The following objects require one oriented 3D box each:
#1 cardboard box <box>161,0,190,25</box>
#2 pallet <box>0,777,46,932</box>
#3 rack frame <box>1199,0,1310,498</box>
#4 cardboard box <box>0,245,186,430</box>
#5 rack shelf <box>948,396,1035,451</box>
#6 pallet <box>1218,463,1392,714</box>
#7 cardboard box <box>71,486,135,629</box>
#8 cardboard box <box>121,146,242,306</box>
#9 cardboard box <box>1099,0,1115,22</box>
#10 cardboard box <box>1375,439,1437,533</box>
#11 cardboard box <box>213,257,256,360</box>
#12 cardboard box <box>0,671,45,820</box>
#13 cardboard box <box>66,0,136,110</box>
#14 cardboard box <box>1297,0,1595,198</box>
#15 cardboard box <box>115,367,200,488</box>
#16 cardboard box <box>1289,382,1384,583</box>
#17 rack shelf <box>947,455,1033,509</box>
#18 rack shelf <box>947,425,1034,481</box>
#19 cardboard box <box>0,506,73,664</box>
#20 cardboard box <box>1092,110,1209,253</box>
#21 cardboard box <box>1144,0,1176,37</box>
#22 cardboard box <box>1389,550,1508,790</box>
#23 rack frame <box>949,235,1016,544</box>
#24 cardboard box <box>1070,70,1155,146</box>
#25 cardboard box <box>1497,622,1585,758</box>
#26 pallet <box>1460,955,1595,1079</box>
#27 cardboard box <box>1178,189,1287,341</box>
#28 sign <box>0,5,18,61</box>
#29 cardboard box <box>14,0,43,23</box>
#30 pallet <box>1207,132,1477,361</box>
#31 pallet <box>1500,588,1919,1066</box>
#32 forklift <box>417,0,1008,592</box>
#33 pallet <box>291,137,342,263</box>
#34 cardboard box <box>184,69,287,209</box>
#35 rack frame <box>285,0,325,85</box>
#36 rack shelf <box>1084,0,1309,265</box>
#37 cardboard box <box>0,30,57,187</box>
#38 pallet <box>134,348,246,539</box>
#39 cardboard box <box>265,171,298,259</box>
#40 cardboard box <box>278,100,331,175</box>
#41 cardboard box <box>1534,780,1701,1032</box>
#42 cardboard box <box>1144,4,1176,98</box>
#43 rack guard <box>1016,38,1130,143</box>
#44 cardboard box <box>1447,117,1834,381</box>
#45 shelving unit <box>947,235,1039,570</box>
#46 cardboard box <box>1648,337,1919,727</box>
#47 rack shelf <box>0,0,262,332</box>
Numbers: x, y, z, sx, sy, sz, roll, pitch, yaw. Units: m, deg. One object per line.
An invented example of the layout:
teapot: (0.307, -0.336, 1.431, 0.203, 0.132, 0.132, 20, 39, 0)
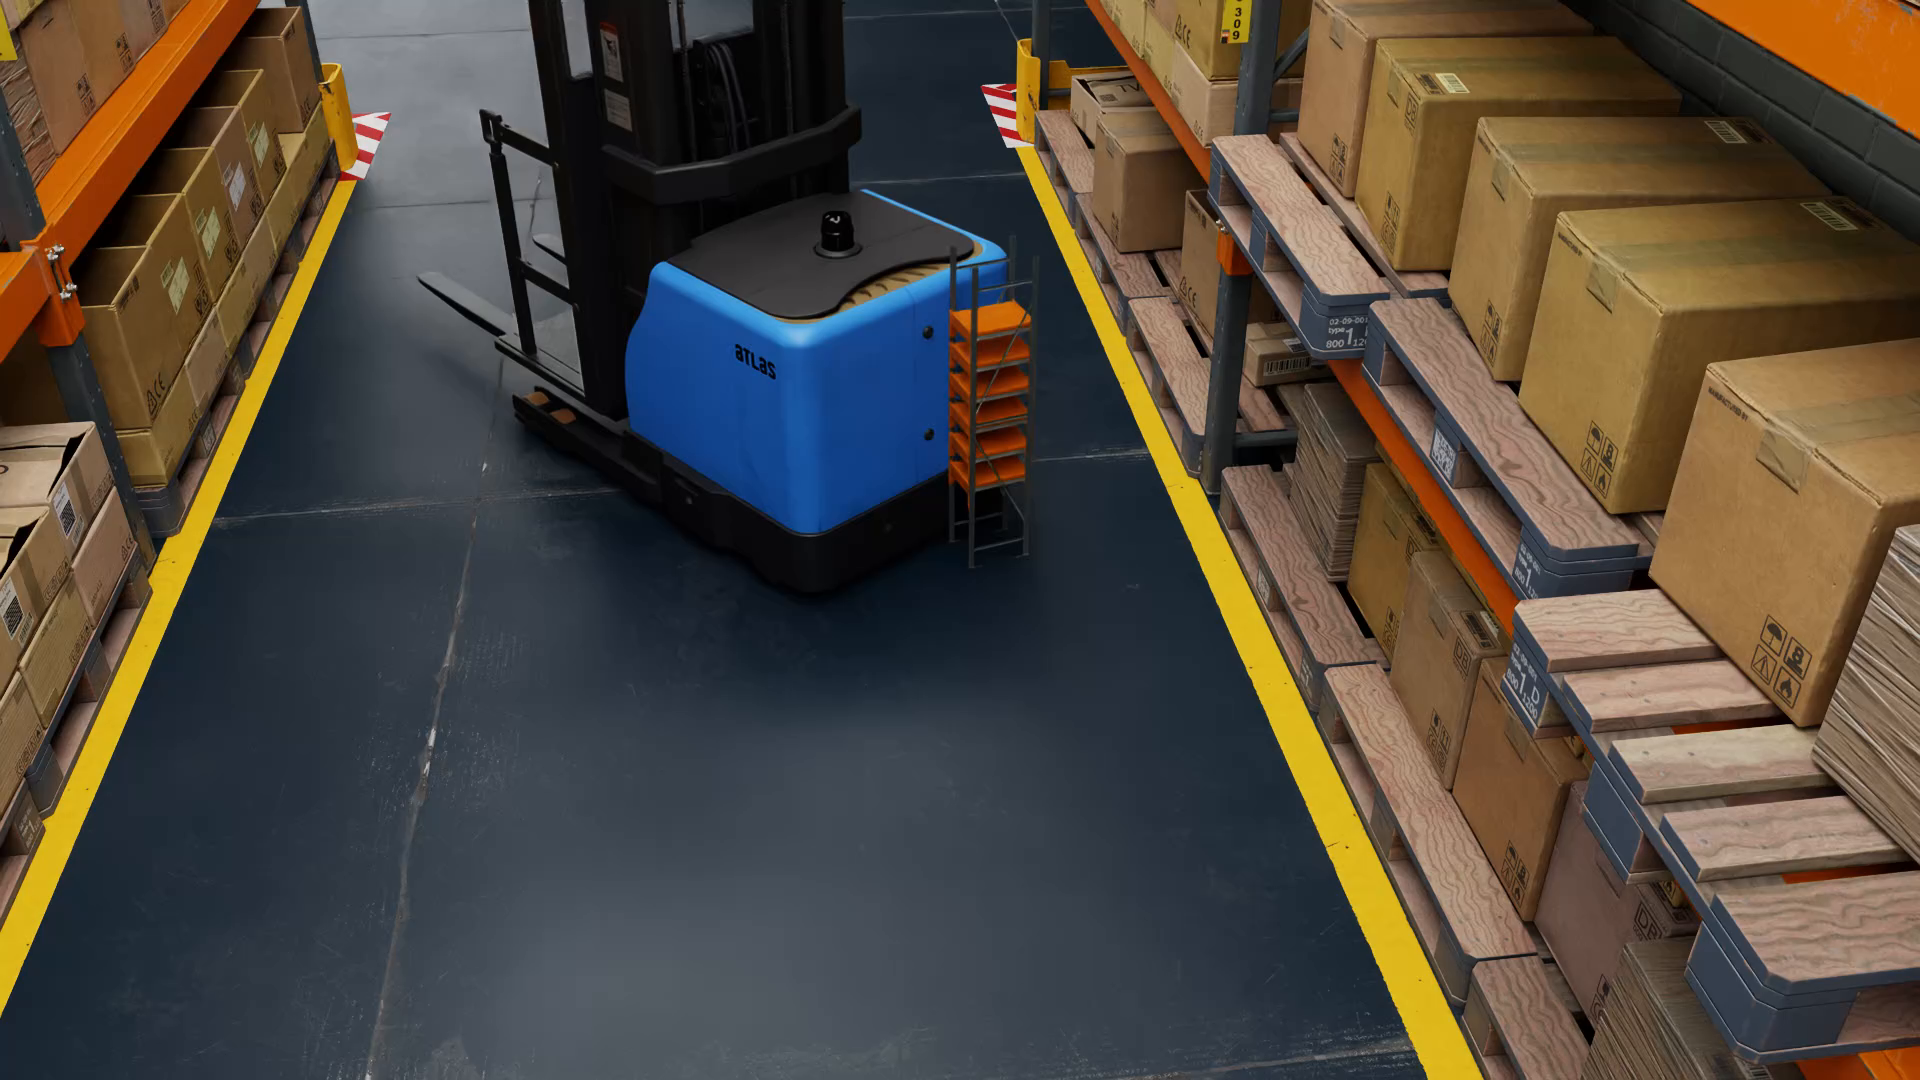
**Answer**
cardboard box: (-3.806, -2.543, 7.229, 0.700, 0.500, 0.500, -4, 34, -6)
pallet: (-3.150, 1.142, 4.387, 1.003, 0.211, 1.213, -4, 35, -6)
rack frame: (1.453, -1.478, 5.755, 1.000, 3.000, 0.127, -4, 35, -6)
cardboard box: (-3.207, -0.731, 6.061, 0.500, 0.500, 0.500, -4, 35, -6)
rack shelf: (0.109, -0.425, 5.885, 0.258, 0.103, 0.180, -13, 36, -19)
pallet: (1.559, 0.108, 5.903, 1.003, 0.211, 1.213, -4, 35, -6)
cardboard box: (-3.112, 0.071, 5.551, 0.500, 0.250, 0.500, -5, 35, -7)
cardboard box: (-3.342, -1.289, 6.880, 0.500, 0.500, 0.500, -4, 35, -6)
cardboard box: (0.879, -2.505, 7.377, 0.500, 0.250, 0.500, -4, 34, -6)
cardboard box: (1.631, -0.282, 5.163, 0.500, 0.250, 0.500, -5, 35, -7)
cardboard box: (-3.341, -0.979, 7.091, 0.500, 0.250, 0.500, -4, 35, -6)
cardboard box: (-2.976, 0.639, 4.717, 0.500, 0.250, 0.500, -4, 34, -5)
cardboard box: (-3.662, -1.963, 6.379, 0.700, 0.500, 0.500, -4, 34, -6)
cardboard box: (1.488, -1.415, 5.183, 0.700, 0.500, 0.500, -4, 35, -6)
cardboard box: (-3.217, -0.420, 6.271, 0.500, 0.250, 0.500, -4, 35, -6)
cardboard box: (1.569, -0.218, 5.735, 0.700, 0.500, 0.500, -3, 34, -5)
rack shelf: (0.108, -0.226, 6.019, 0.258, 0.103, 0.180, -13, 36, -19)
rack shelf: (0.109, -0.325, 5.952, 0.258, 0.103, 0.180, -13, 36, -19)
cardboard box: (-3.040, 0.124, 4.975, 0.500, 0.311, 0.500, -3, 34, -5)
cardboard box: (1.045, -1.735, 7.961, 0.700, 0.500, 0.500, -6, 35, -9)
cardboard box: (1.010, -2.253, 6.342, 0.500, 0.500, 0.500, -5, 35, -7)
cardboard box: (1.717, 0.355, 4.895, 0.700, 0.500, 0.500, -4, 34, -6)
rack frame: (0.074, -0.509, 5.929, 0.240, 1.200, 0.006, -13, 36, -19)
cardboard box: (0.919, -2.388, 9.088, 0.500, 0.311, 0.500, -8, 35, -12)
cardboard box: (1.754, 0.288, 4.327, 0.500, 0.250, 0.500, -5, 35, -7)
pallet: (1.888, 1.470, 3.905, 1.003, 0.211, 1.213, -4, 35, -6)
cardboard box: (1.274, -1.203, 7.181, 0.500, 0.500, 0.500, -7, 35, -10)
sign: (-2.919, -1.593, 4.966, 0.100, 0.325, 0.005, -4, 35, -6)
cardboard box: (-3.369, -1.859, 5.649, 0.380, 0.149, 0.250, -5, 35, -8)
pallet: (1.412, -0.961, 5.168, 1.003, 0.211, 1.213, -4, 35, -6)
pallet: (1.790, 0.444, 3.106, 1.213, 0.211, 1.003, -4, 35, -6)
forklift: (-1.200, -1.760, 6.229, 1.130, 2.935, 3.031, -29, 44, -35)
pallet: (-3.849, -1.757, 8.641, 1.003, 0.211, 1.213, -4, 35, -6)
cardboard box: (-3.477, -1.847, 7.699, 0.500, 0.500, 0.500, -4, 35, -6)
rack frame: (-3.993, -3.333, 8.477, 1.000, 3.000, 0.127, -4, 35, -6)
rack shelf: (1.184, -2.297, 7.596, 1.077, 0.370, 4.000, -4, 35, -6)
cardboard box: (-3.521, -1.389, 5.536, 0.700, 0.500, 0.500, -5, 35, -8)
pallet: (-3.520, -0.396, 6.643, 1.003, 0.211, 1.213, -4, 35, -6)
cardboard box: (-3.480, -1.537, 7.910, 0.500, 0.250, 0.500, -4, 35, -6)
cardboard box: (-3.628, -2.093, 8.727, 0.500, 0.250, 0.500, -4, 35, -6)
cardboard box: (1.889, 0.911, 4.079, 0.700, 0.500, 0.500, -4, 35, -6)
cardboard box: (1.030, -1.945, 6.555, 0.500, 0.250, 0.500, -4, 35, -6)
rack guard: (0.926, -2.635, 9.673, 1.175, 0.500, 0.348, -4, 35, -6)
cardboard box: (1.676, -0.737, 4.189, 0.700, 0.500, 0.500, 0, 34, 0)
shelving unit: (0.110, -0.462, 5.860, 0.258, 1.200, 0.189, -13, 36, -19)
cardboard box: (1.816, -0.041, 3.166, 0.700, 0.500, 0.500, -8, 35, -11)
rack shelf: (-3.724, -1.920, 7.042, 1.077, 0.370, 4.000, -4, 35, -6)
